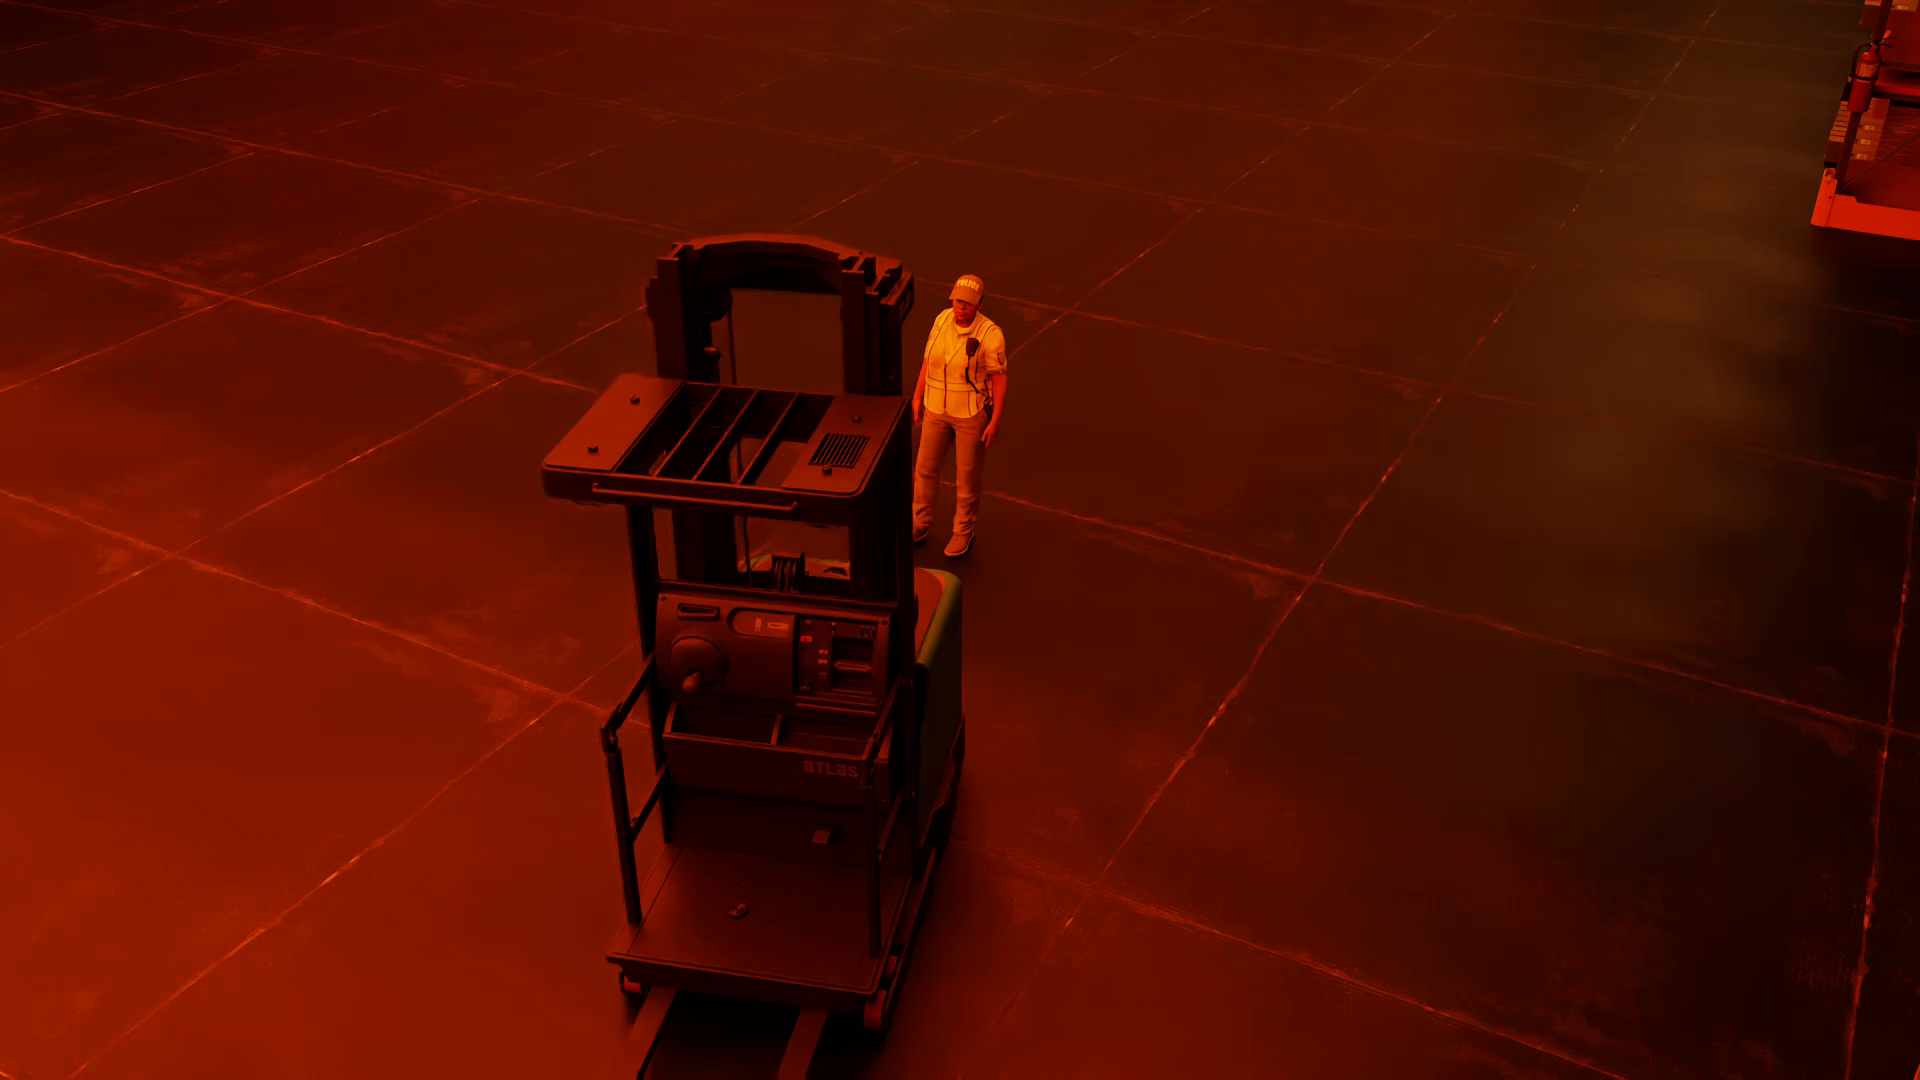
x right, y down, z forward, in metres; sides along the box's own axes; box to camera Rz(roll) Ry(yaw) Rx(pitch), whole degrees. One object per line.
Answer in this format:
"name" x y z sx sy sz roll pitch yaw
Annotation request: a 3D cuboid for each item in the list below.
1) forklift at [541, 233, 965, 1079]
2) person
"forklift" -0.764 0.478 6.242 1.130 2.935 3.031 6 30 10
"person" -0.057 -0.701 9.534 0.598 1.670 0.529 15 33 25
